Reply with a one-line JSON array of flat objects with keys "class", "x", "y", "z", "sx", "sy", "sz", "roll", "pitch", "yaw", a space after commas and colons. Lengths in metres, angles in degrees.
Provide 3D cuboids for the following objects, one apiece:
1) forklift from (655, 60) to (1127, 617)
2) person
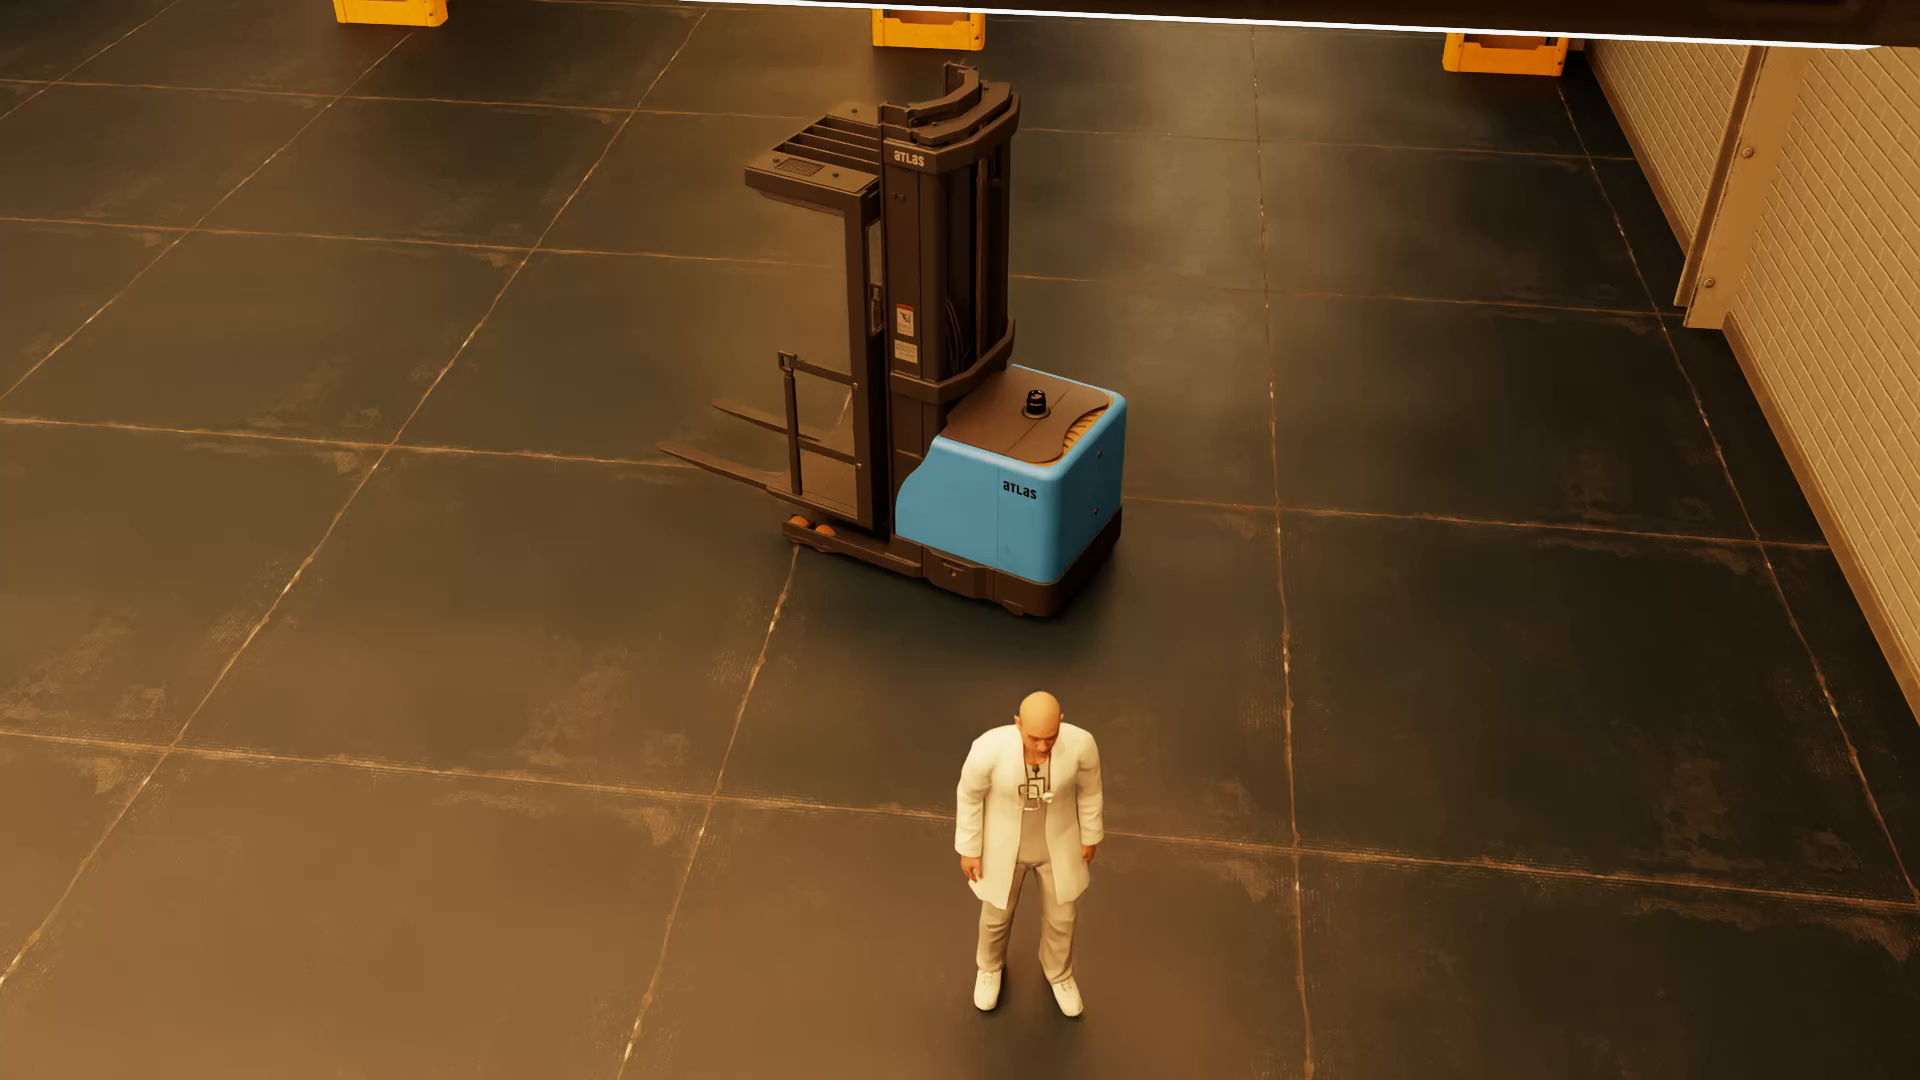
[{"class": "forklift", "x": -0.532, "y": -1.357, "z": 9.871, "sx": 3.031, "sy": 2.935, "sz": 1.130, "roll": 18, "pitch": 40, "yaw": 23}, {"class": "person", "x": 0.304, "y": 1.340, "z": 7.195, "sx": 0.649, "sy": 1.778, "sz": 0.455, "roll": -3, "pitch": 36, "yaw": -3}]
